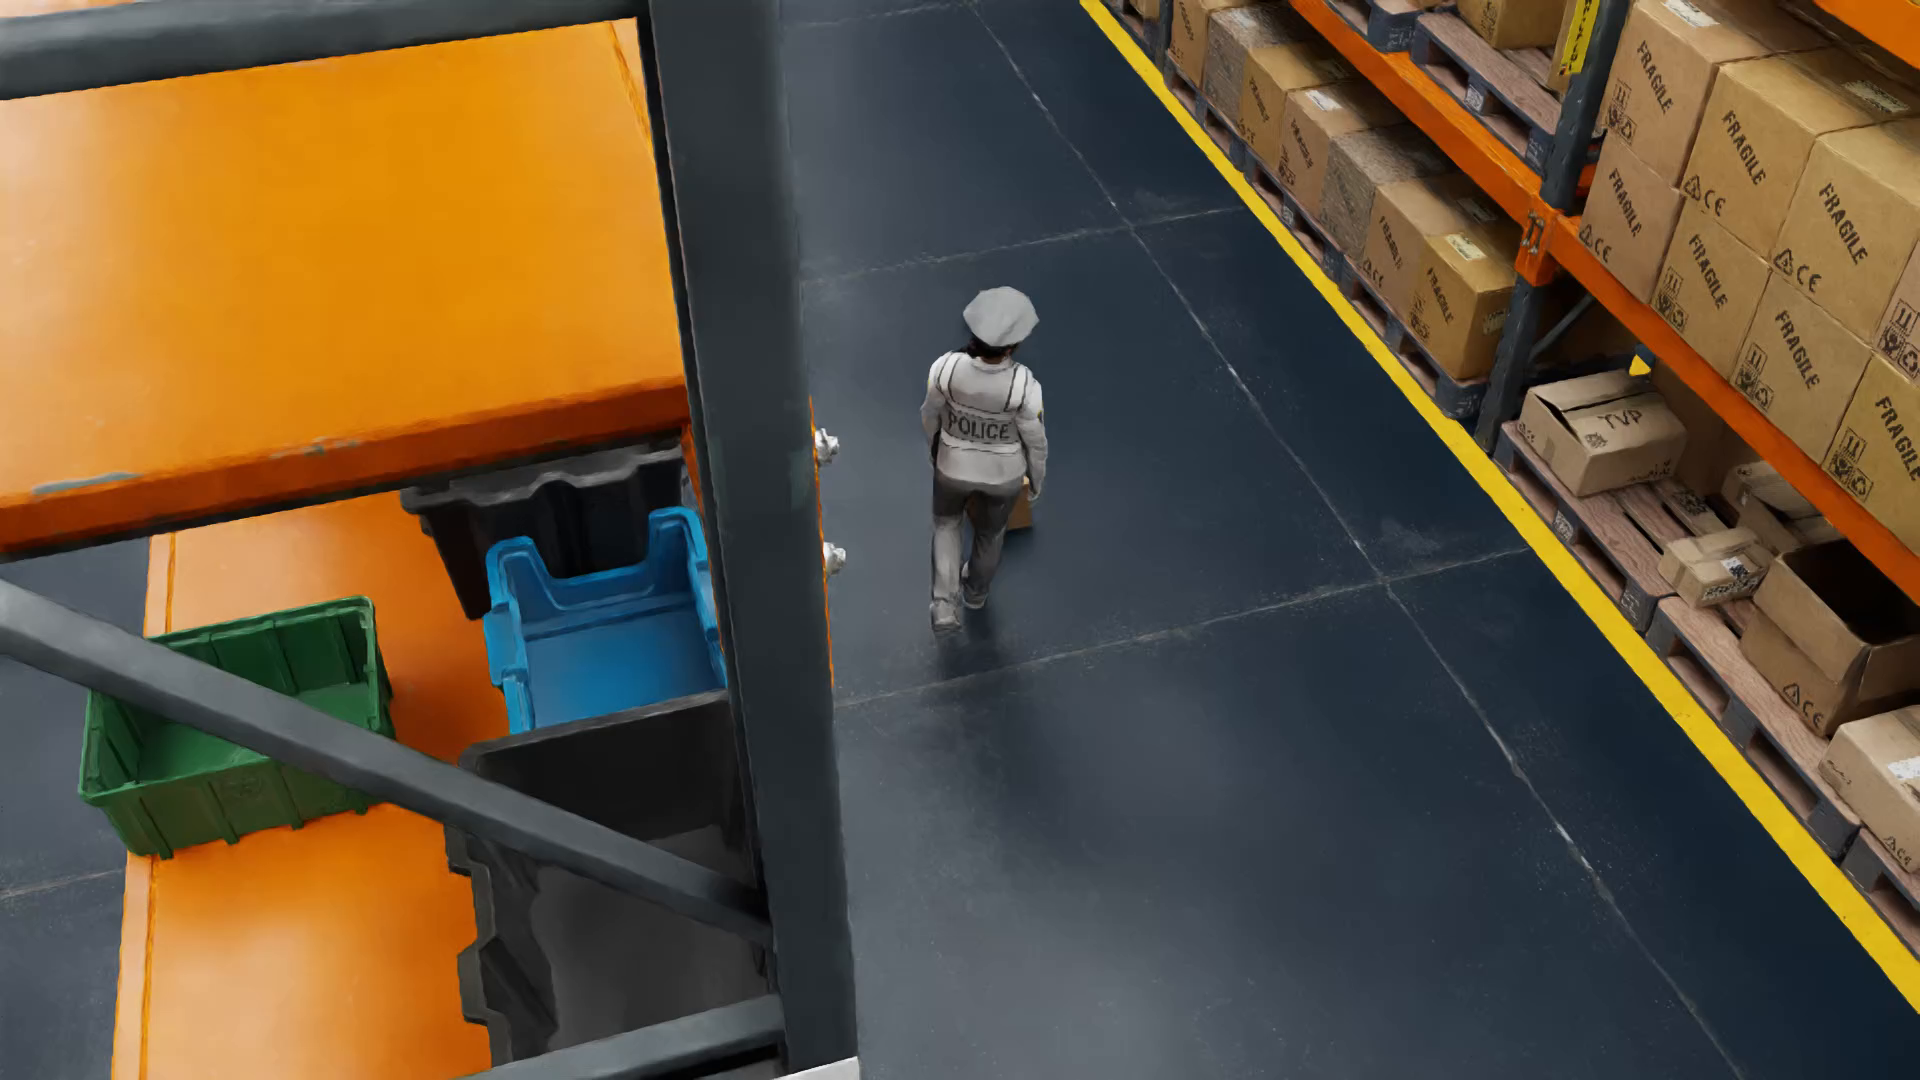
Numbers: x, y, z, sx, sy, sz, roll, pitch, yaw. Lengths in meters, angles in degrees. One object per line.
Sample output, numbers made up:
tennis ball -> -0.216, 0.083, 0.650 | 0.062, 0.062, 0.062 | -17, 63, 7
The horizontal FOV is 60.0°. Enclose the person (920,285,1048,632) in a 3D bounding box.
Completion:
person -> 0.094, -0.288, 6.472 | 0.501, 1.654, 0.615 | 6, 43, 7
